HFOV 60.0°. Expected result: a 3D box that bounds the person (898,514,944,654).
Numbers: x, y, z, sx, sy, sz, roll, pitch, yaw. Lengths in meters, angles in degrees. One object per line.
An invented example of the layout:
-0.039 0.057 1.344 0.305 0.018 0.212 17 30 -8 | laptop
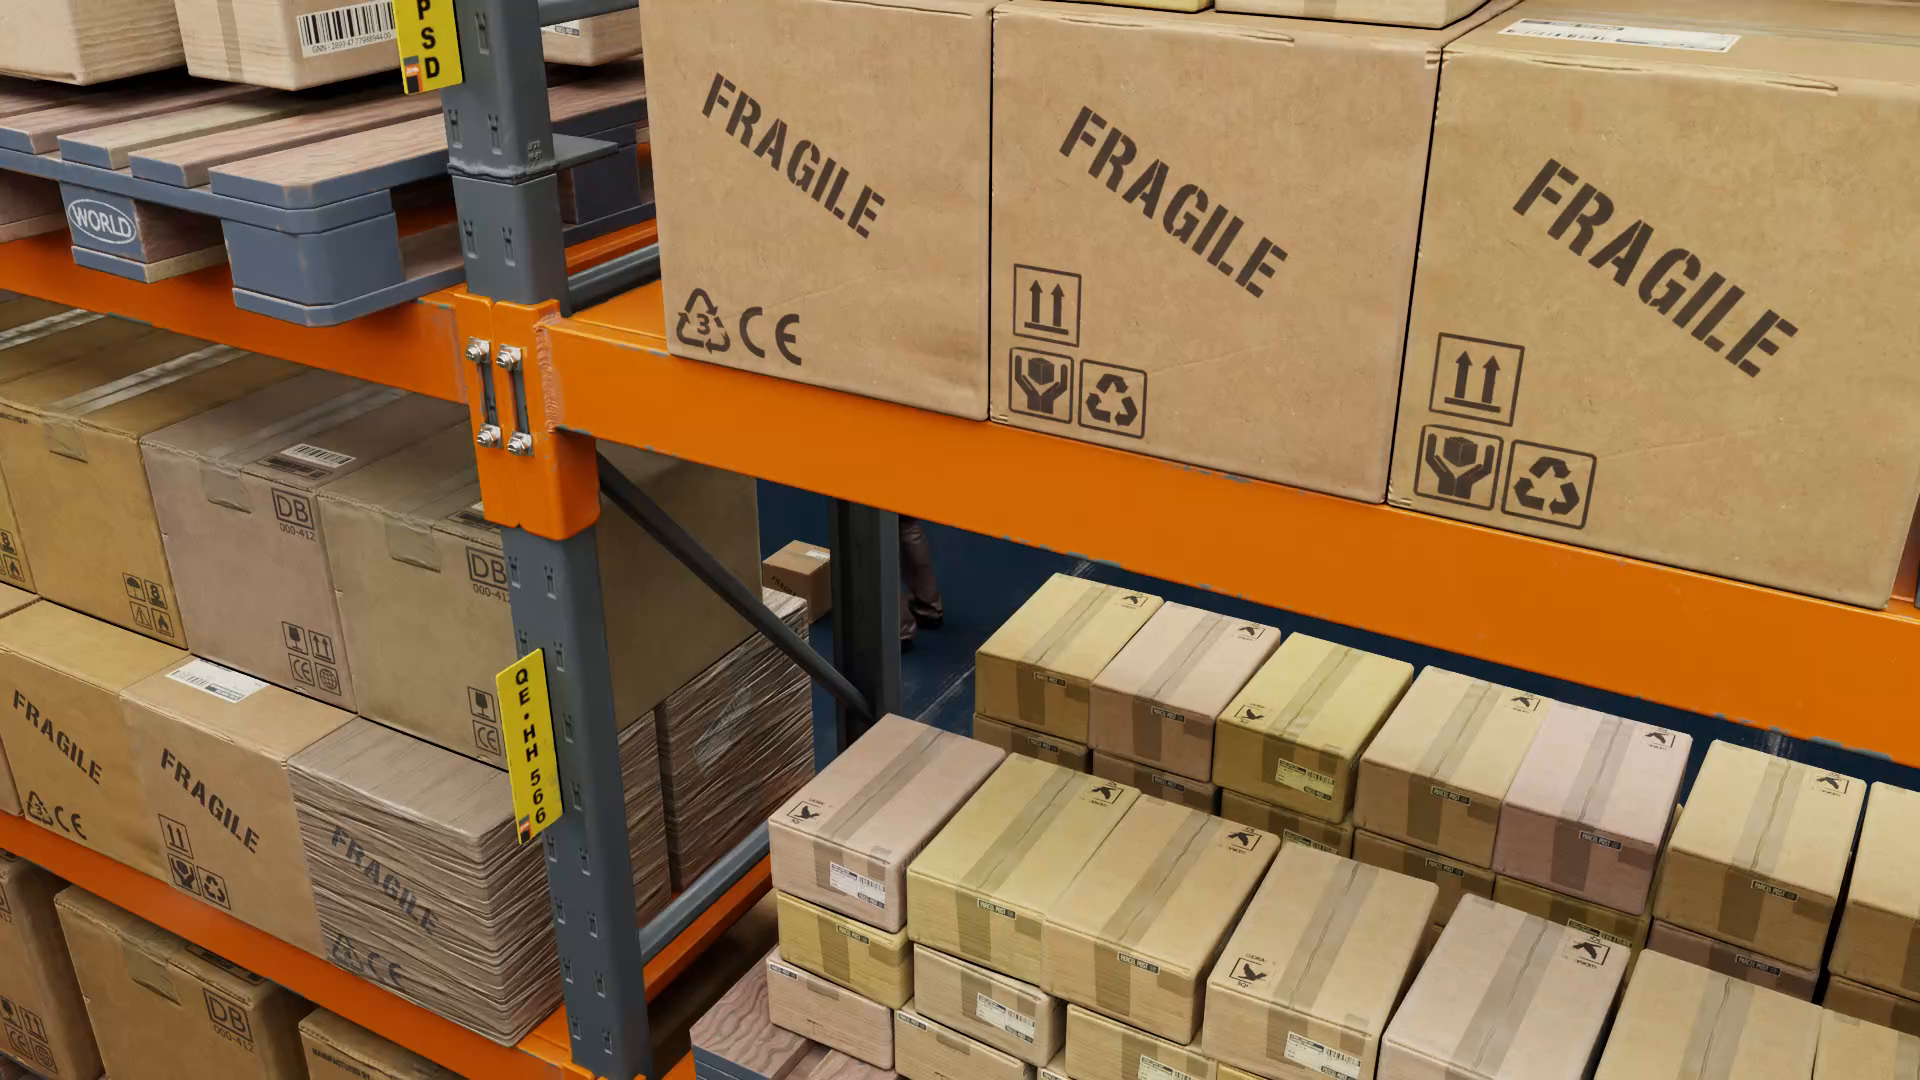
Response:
-0.283 -0.333 6.866 0.410 1.686 0.552 15 30 27 | person
